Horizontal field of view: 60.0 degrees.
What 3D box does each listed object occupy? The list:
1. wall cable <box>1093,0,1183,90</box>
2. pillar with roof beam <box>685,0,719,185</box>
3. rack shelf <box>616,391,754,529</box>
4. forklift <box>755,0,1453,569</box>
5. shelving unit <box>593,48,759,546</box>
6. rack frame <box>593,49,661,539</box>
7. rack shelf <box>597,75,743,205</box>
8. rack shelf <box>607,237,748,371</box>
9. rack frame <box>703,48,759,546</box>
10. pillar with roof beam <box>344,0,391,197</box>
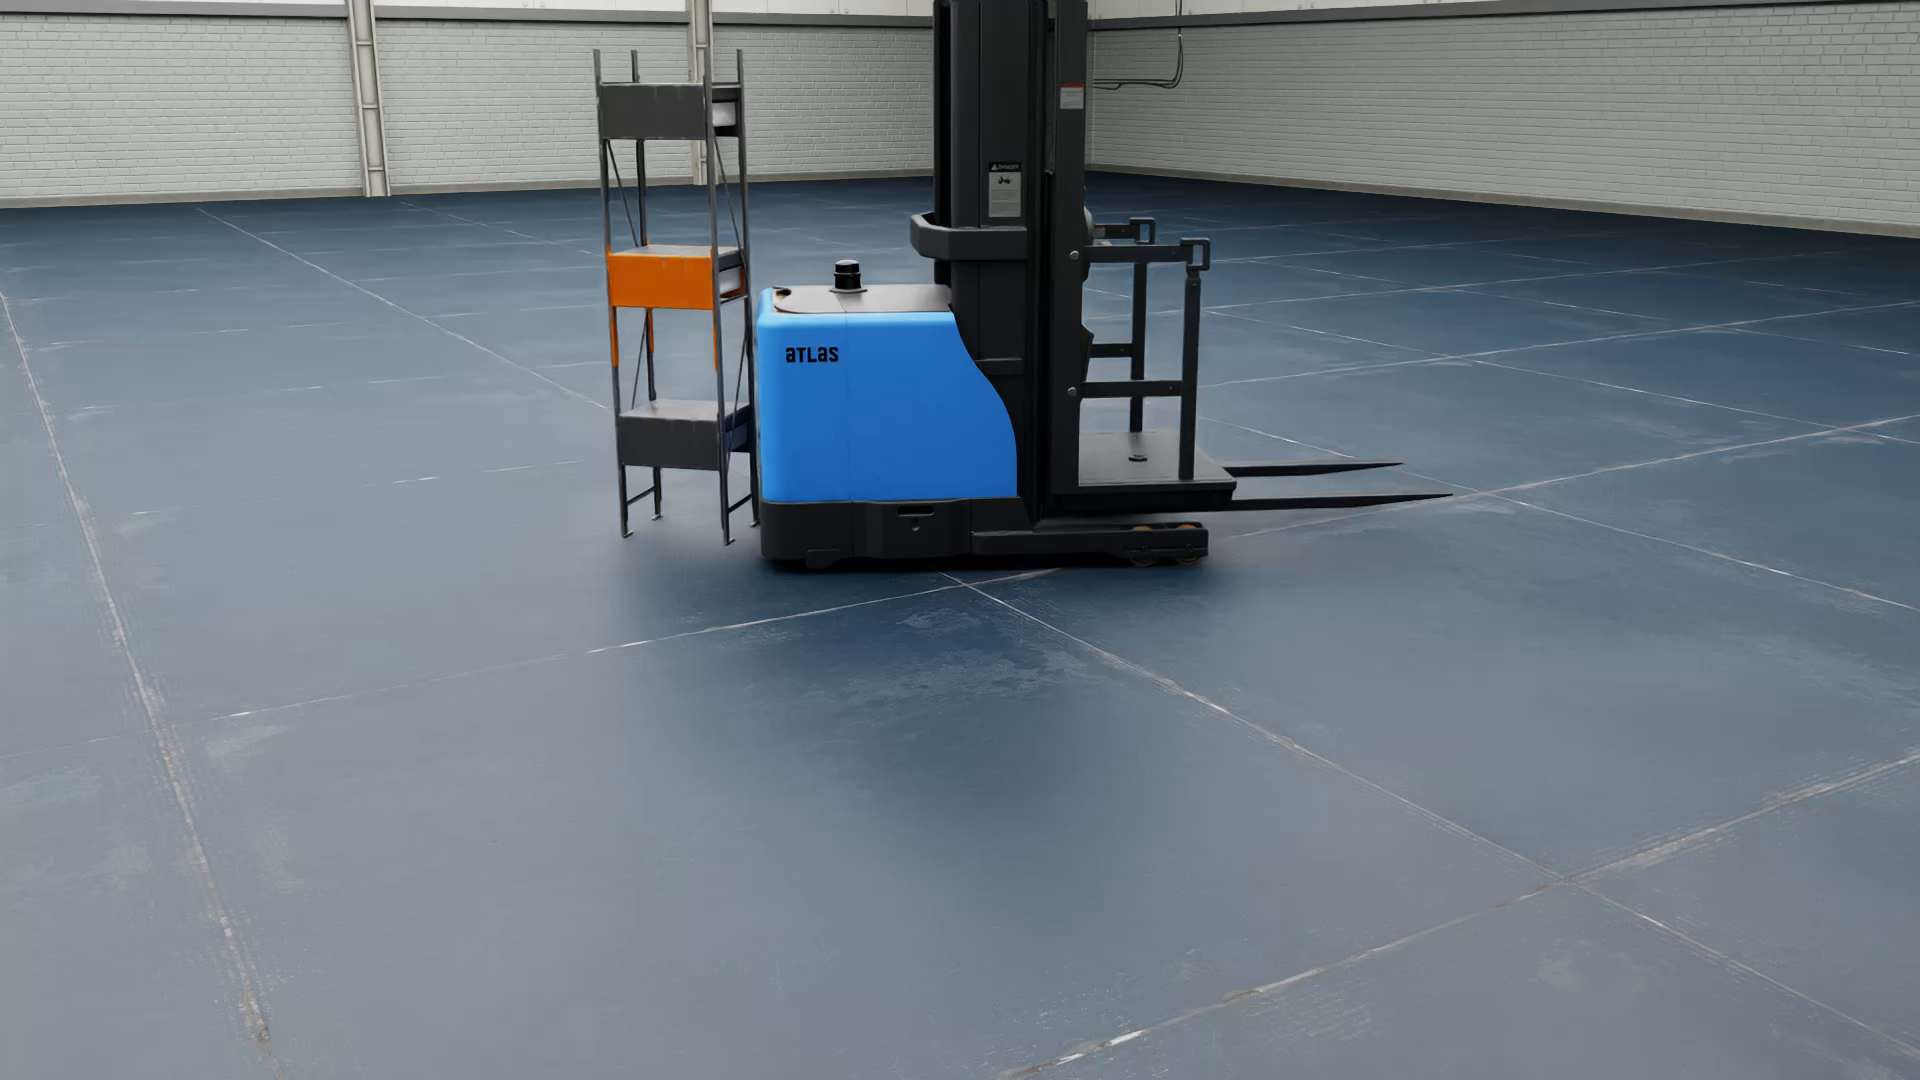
[{"bbox_3d":[3.565,-10.470,33.840,0.112,2.526,3.097,-9,18,-30],"label":"wall cable"},{"bbox_3d":[-2.567,-10.031,26.523,0.400,9.000,9.100,-9,18,-30],"label":"pillar with roof beam"},{"bbox_3d":[-1.221,-0.367,7.470,0.480,0.518,0.431,4,16,14],"label":"rack shelf"},{"bbox_3d":[0.629,-1.443,7.127,3.031,2.935,1.130,-2,16,-6],"label":"forklift"},{"bbox_3d":[-1.222,-1.054,7.275,0.503,2.100,0.431,4,16,14],"label":"shelving unit"},{"bbox_3d":[-1.458,-1.070,7.332,0.015,2.100,0.400,4,16,14],"label":"rack frame"},{"bbox_3d":[-1.222,-1.714,7.088,0.480,0.518,0.431,4,16,14],"label":"rack shelf"},{"bbox_3d":[-1.222,-1.040,7.279,0.480,0.518,0.431,4,16,14],"label":"rack shelf"},{"bbox_3d":[-0.985,-1.037,7.218,0.015,2.100,0.400,4,16,14],"label":"rack frame"},{"bbox_3d":[-7.711,-9.197,23.547,0.400,9.000,9.100,-9,18,-30],"label":"pillar with roof beam"}]
